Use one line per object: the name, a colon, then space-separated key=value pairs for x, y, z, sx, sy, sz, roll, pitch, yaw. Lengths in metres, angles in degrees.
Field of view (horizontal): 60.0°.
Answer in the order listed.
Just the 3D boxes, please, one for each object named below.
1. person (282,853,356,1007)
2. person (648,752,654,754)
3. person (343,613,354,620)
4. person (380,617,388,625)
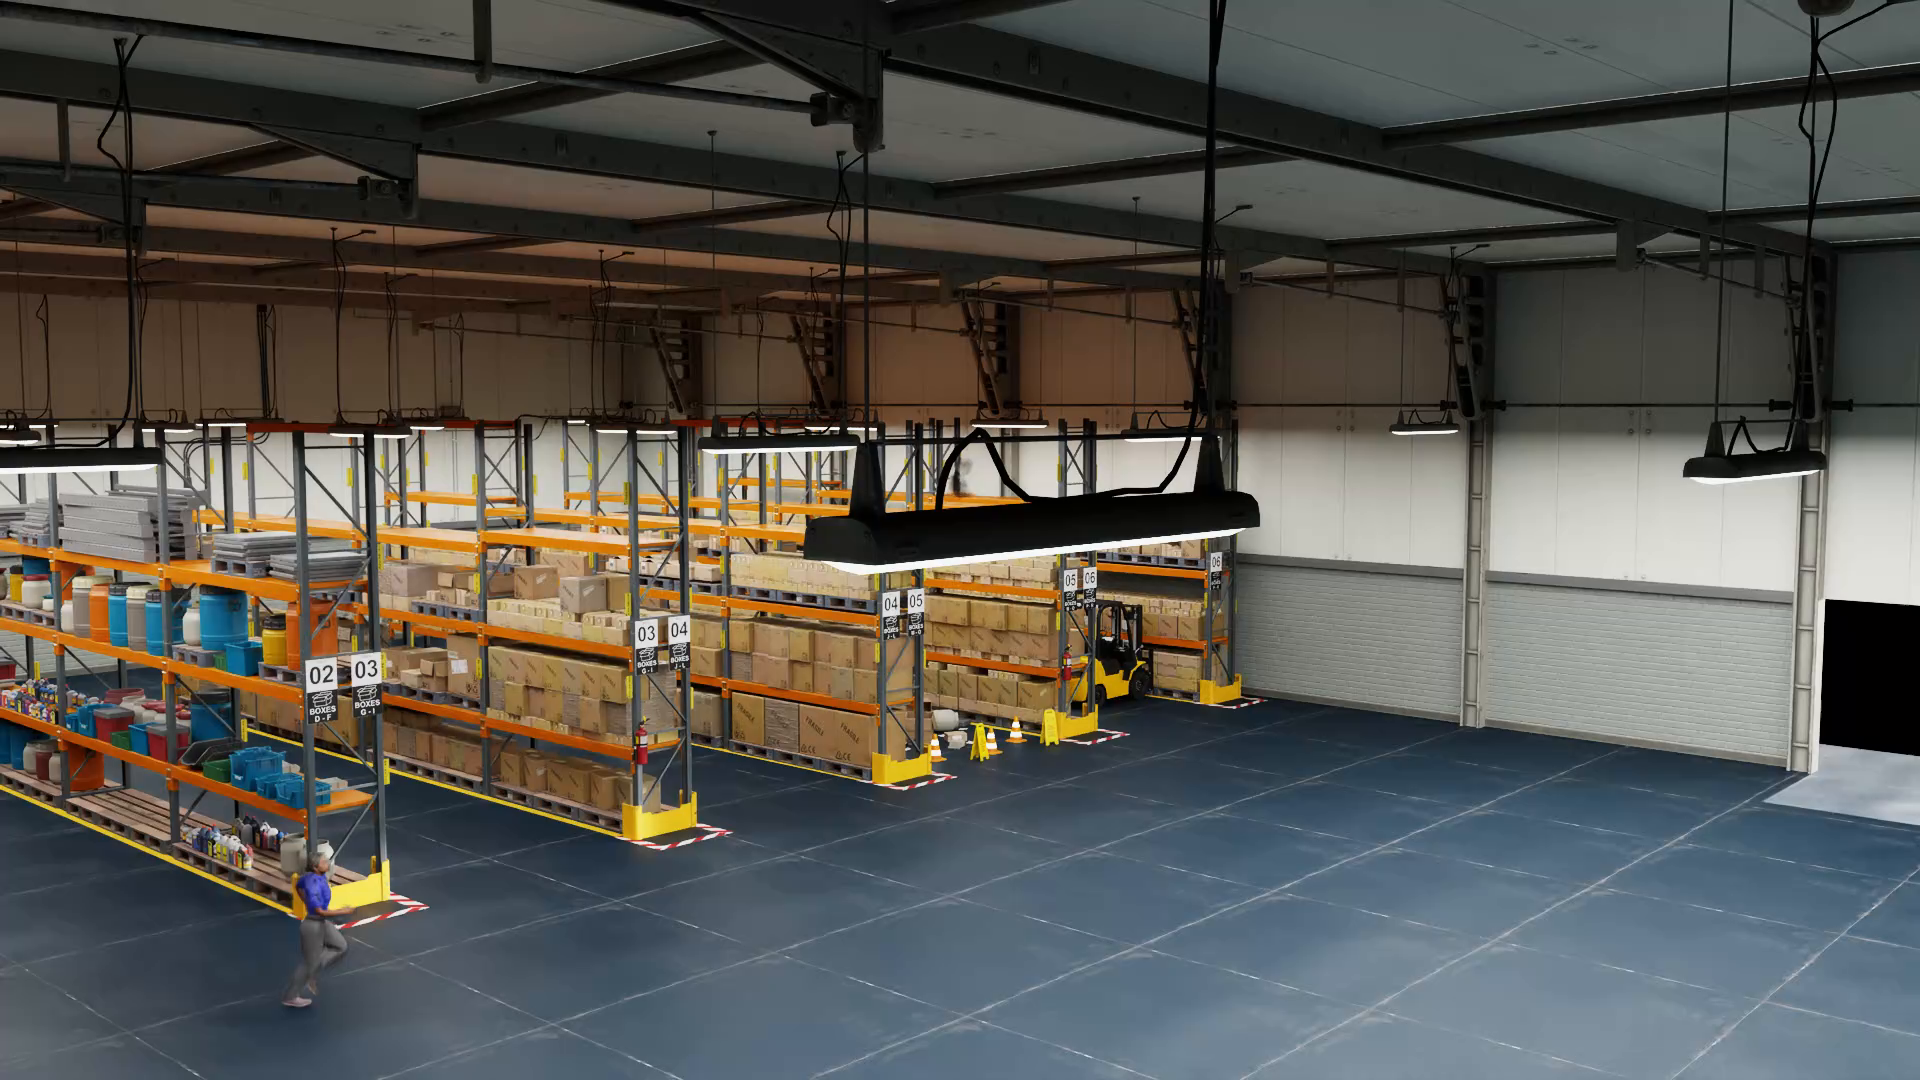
person: x=-6.774 y=4.086 z=17.560 sx=0.754 sy=1.597 sz=0.592 roll=-1 pitch=5 yaw=-16
person: x=-5.861 y=2.975 z=30.285 sx=0.915 sy=1.750 sz=0.667 roll=4 pitch=6 yaw=41
person: x=-13.735 y=2.453 z=37.230 sx=0.705 sy=1.640 sz=0.861 roll=-2 pitch=5 yaw=-18
person: x=-13.860 y=2.250 z=39.795 sx=0.536 sy=1.683 sz=0.740 roll=-2 pitch=5 yaw=-20
